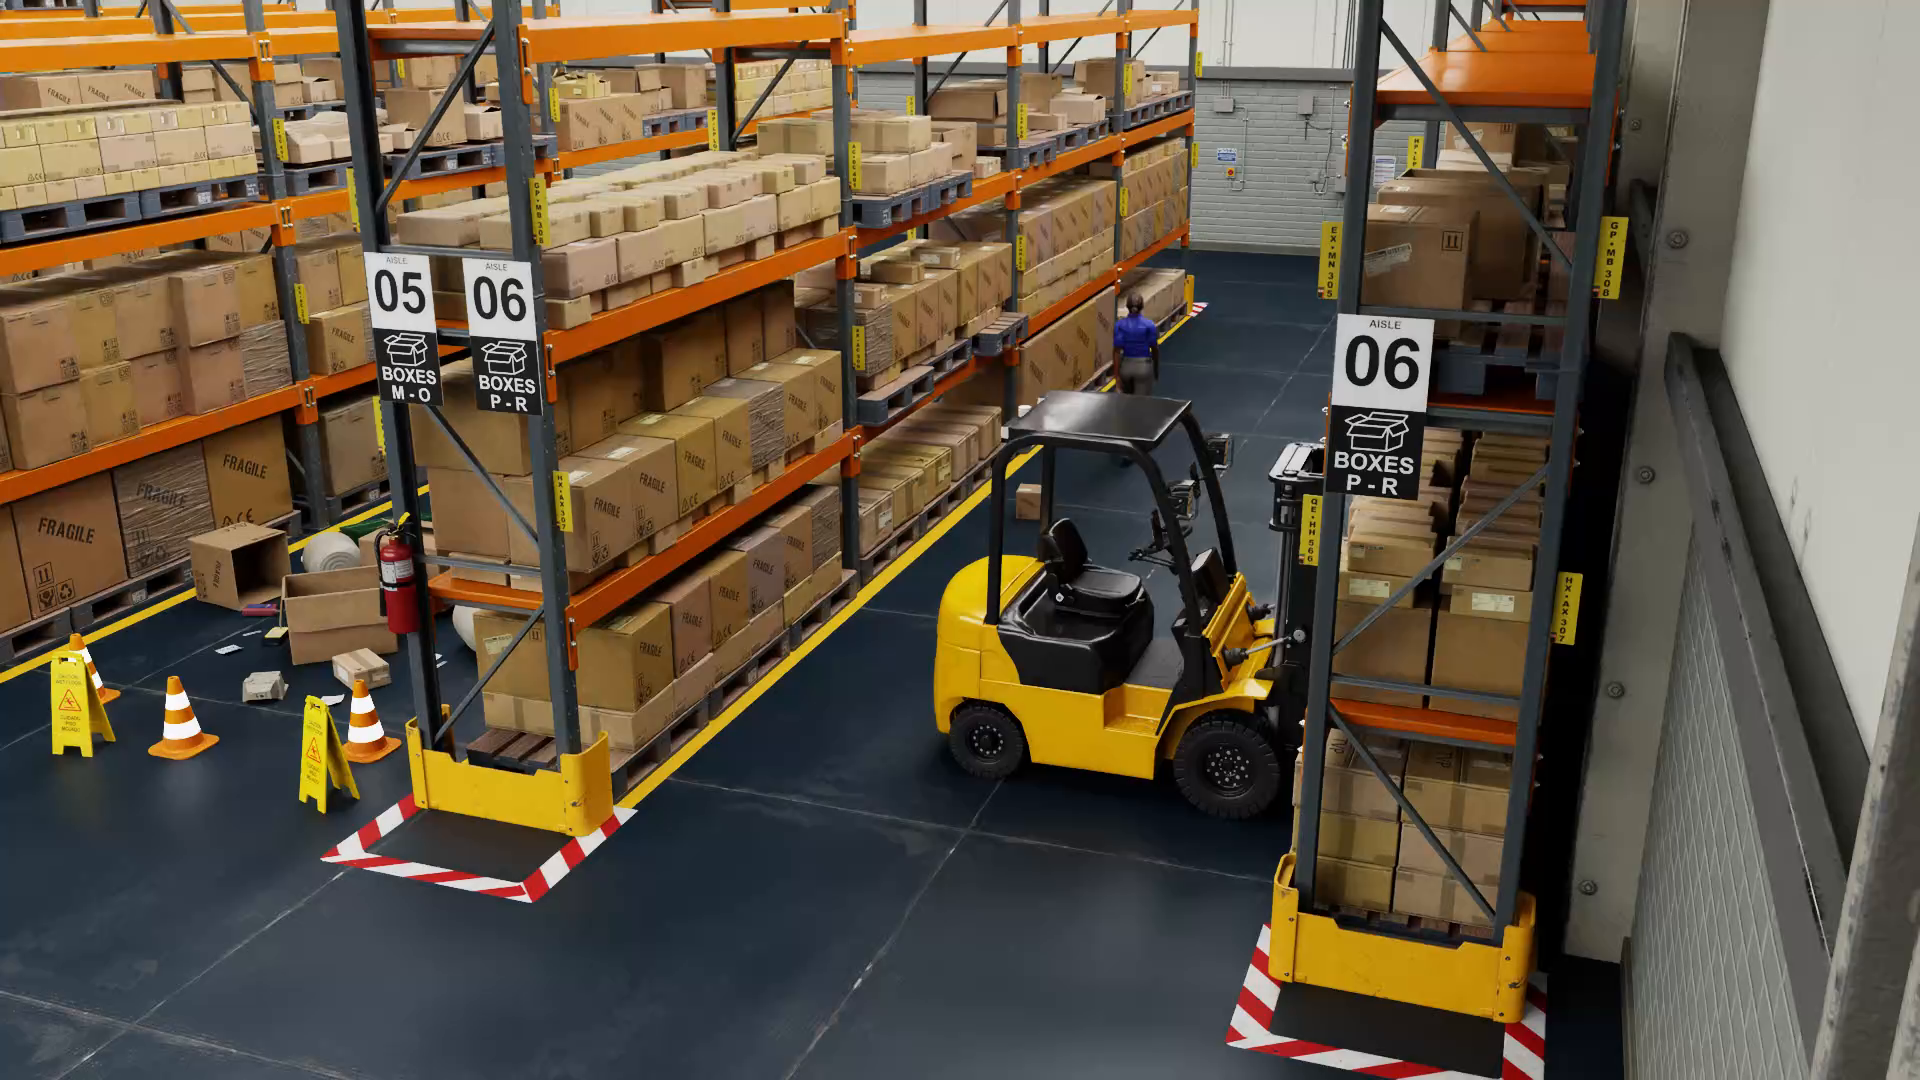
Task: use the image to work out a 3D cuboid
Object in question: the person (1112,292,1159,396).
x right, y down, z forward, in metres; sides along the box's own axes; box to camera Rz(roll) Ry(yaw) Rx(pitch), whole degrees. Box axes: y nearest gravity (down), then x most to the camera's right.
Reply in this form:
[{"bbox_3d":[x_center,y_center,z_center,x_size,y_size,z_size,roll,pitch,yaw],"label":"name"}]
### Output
[{"bbox_3d":[1.735,-1.662,16.455,0.435,1.602,0.978,7,20,20],"label":"person"}]
